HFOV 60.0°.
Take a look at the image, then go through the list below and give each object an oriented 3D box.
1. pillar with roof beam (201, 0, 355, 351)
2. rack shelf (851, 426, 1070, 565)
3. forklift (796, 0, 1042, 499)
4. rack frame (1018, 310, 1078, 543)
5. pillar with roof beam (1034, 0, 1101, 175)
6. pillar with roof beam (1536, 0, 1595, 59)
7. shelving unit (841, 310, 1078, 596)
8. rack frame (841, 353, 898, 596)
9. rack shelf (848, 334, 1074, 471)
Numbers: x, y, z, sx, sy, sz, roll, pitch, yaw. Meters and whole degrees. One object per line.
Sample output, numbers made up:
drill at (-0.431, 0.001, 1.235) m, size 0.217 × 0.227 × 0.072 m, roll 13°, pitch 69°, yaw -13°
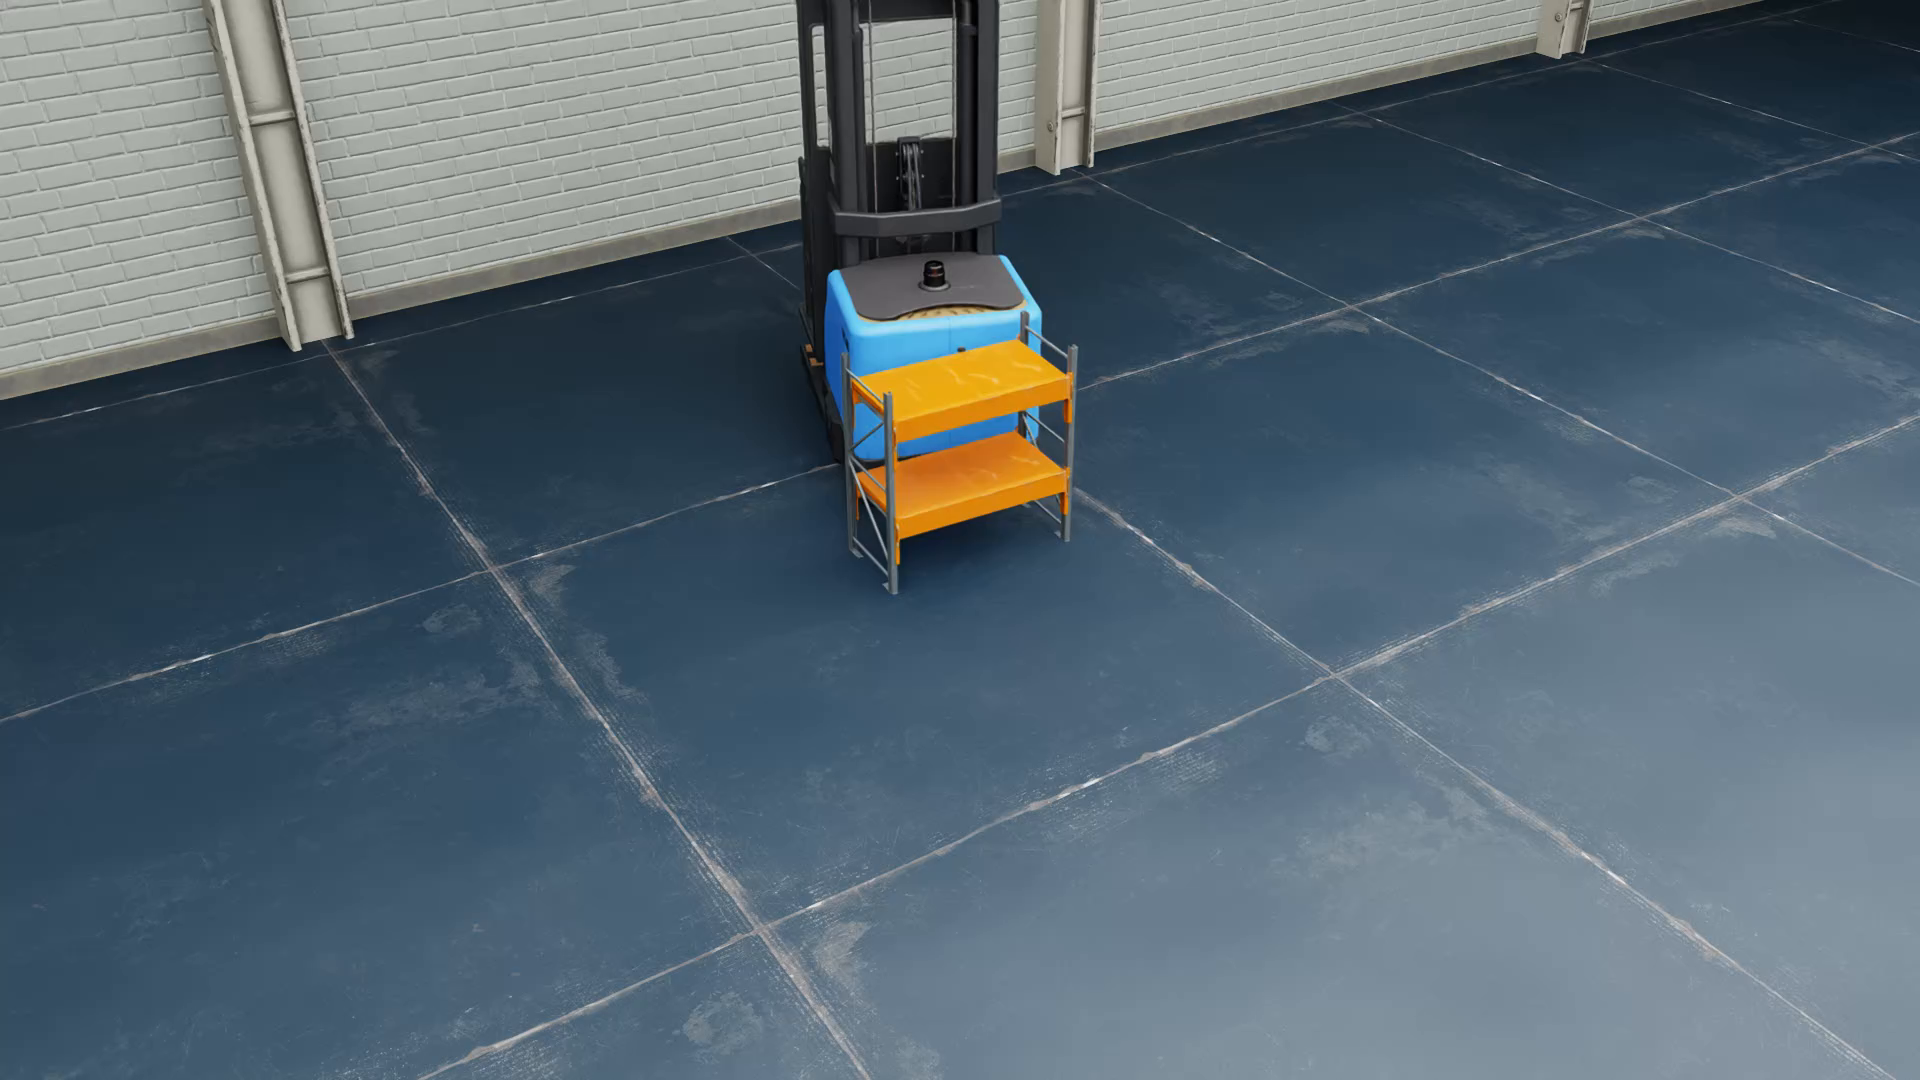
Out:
pillar with roof beam at (-1.863, -3.209, 5.403) m, size 0.400 × 9.000 × 9.100 m, roll -19°, pitch 37°, yaw -27°
rack shelf at (-0.002, -0.242, 8.537) m, size 1.000 × 0.278 × 0.538 m, roll -17°, pitch 36°, yaw -24°
forklift at (-0.383, -2.236, 9.547) m, size 1.130 × 2.935 × 3.031 m, roll -7°, pitch 33°, yaw -11°
rack frame at (0.442, -0.581, 8.616) m, size 0.032 × 1.125 × 0.500 m, roll -17°, pitch 36°, yaw -24°
pillar with roof beam at (3.180, -4.944, 8.153) m, size 0.400 × 9.000 × 9.100 m, roll -19°, pitch 37°, yaw -27°
pillar with roof beam at (8.223, -6.678, 10.902) m, size 0.400 × 9.000 × 9.100 m, roll -19°, pitch 37°, yaw -27°
shelving unit at (-0.002, -0.449, 8.407) m, size 1.048 × 1.125 × 0.538 m, roll -17°, pitch 36°, yaw -24°
rack frame at (-0.446, -0.317, 8.197) m, size 0.032 × 1.125 × 0.500 m, roll -17°, pitch 36°, yaw -24°
rack shelf at (-0.002, -0.696, 8.251) m, size 1.000 × 0.278 × 0.538 m, roll -17°, pitch 36°, yaw -24°
